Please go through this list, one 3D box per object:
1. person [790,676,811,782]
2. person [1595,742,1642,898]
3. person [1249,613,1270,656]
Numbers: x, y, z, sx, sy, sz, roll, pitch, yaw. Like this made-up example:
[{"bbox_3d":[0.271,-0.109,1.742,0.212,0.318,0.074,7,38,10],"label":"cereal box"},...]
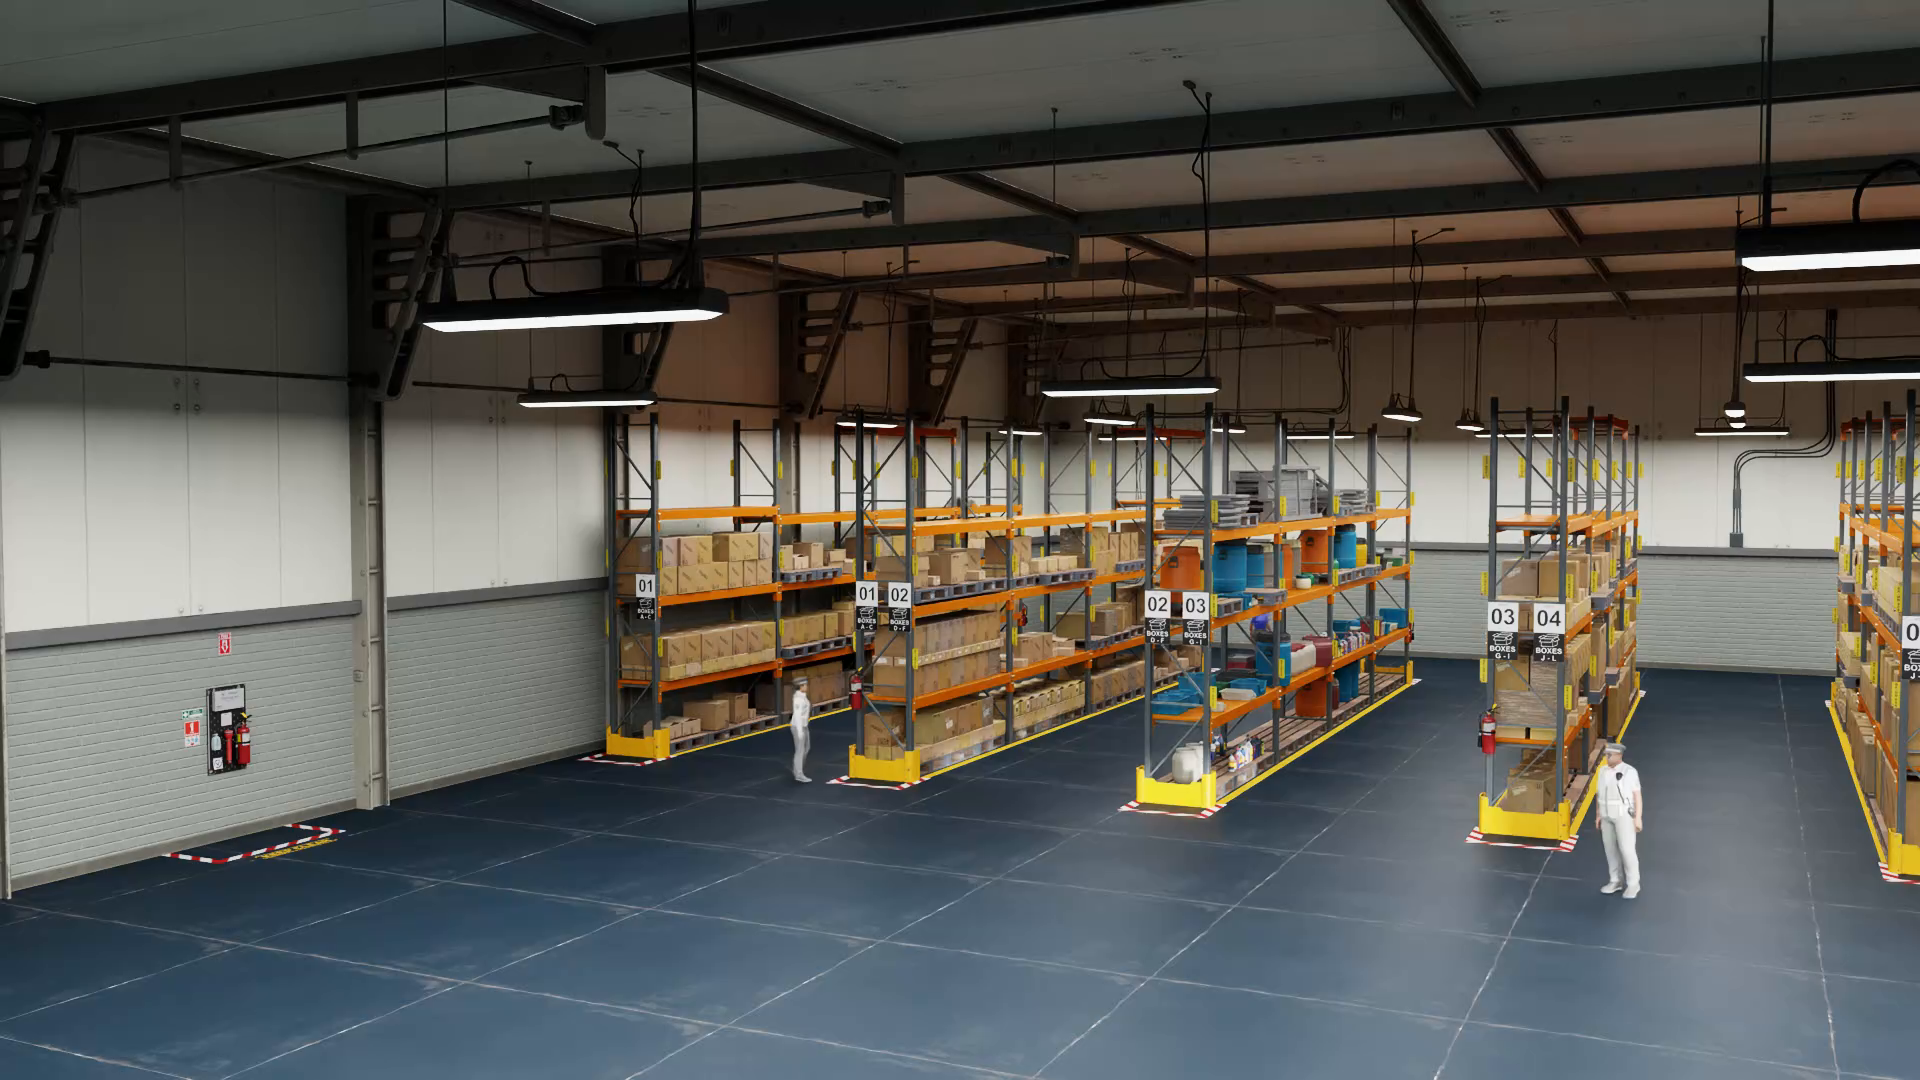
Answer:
[{"bbox_3d":[-2.565,3.068,26.848,0.357,1.747,0.573,0,2,1],"label":"person"},{"bbox_3d":[7.789,3.310,19.718,0.414,1.811,0.610,-1,3,-31],"label":"person"},{"bbox_3d":[7.613,2.413,42.208,0.565,1.674,0.398,0,2,1],"label":"person"}]
